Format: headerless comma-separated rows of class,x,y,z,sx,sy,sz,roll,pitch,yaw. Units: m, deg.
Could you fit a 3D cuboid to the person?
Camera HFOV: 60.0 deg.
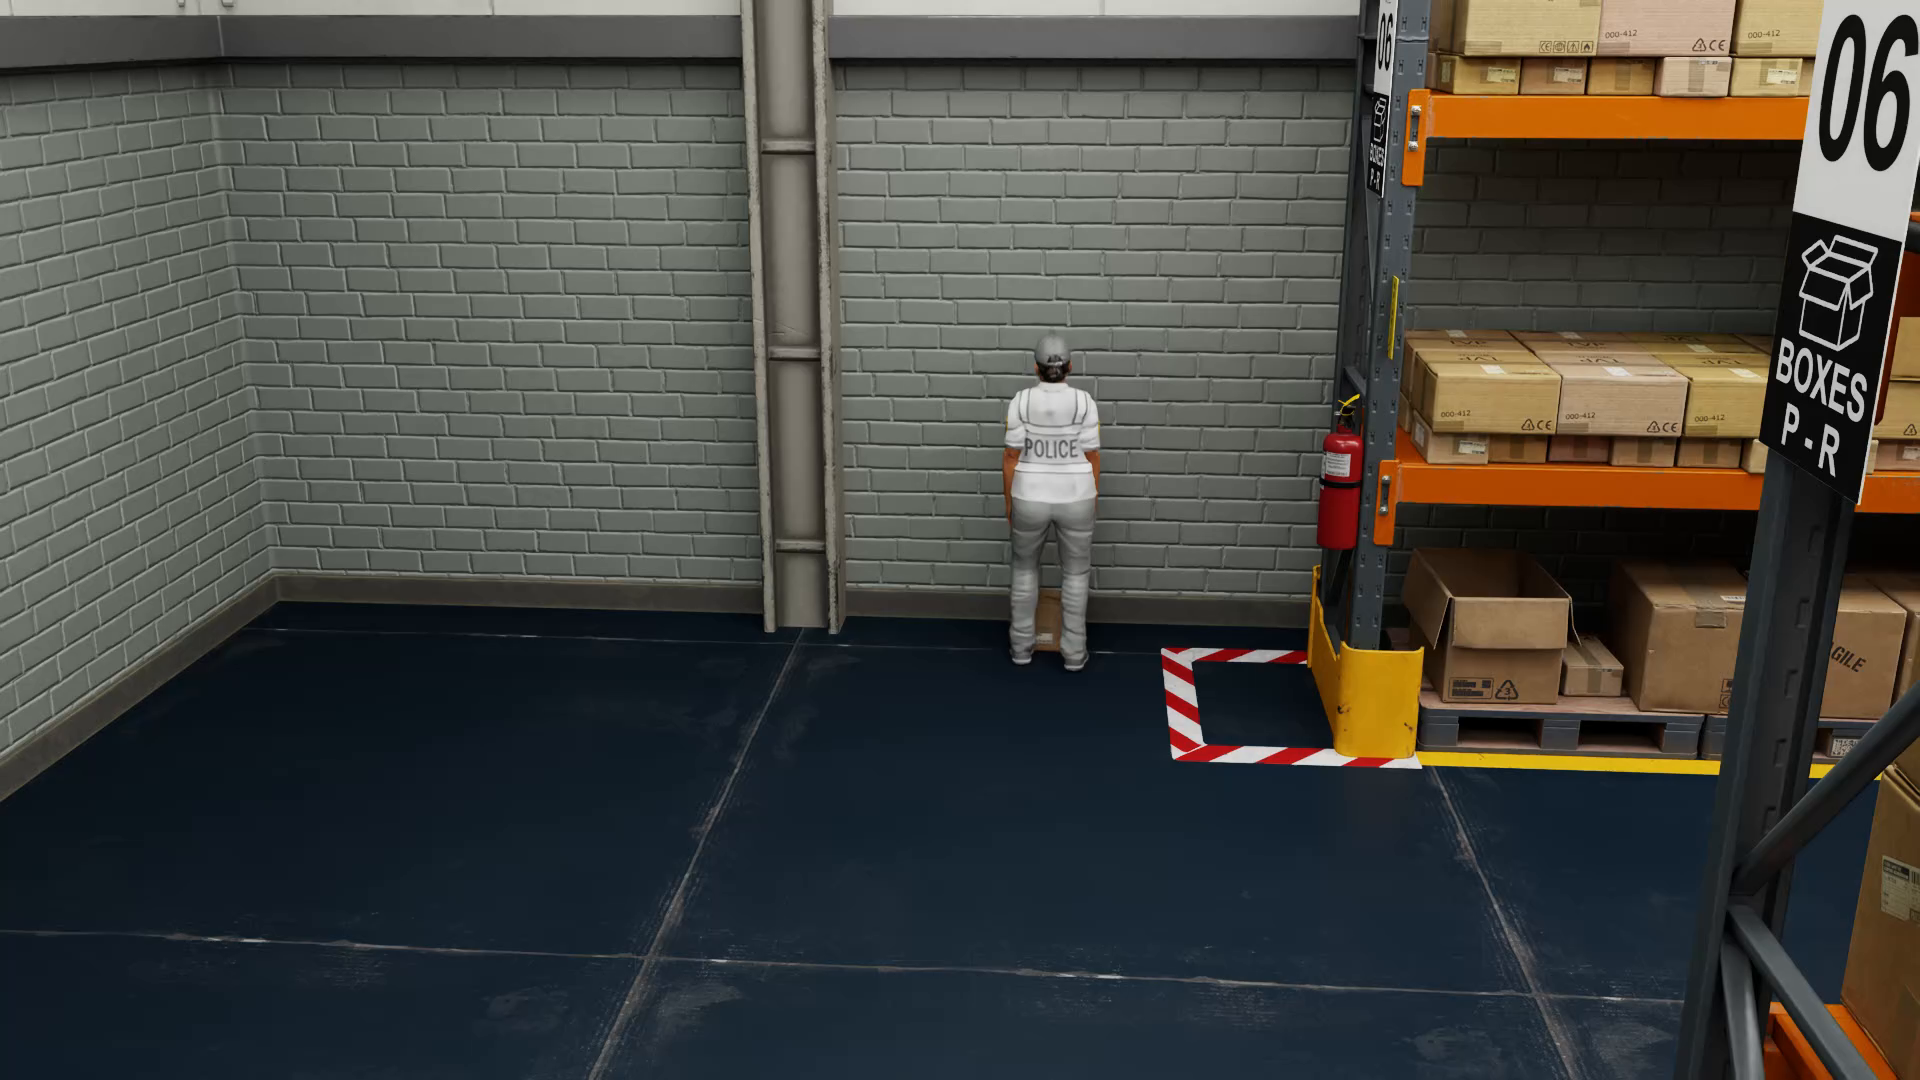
person,0.444,-0.181,8.126,0.471,1.662,0.397,2,18,5
